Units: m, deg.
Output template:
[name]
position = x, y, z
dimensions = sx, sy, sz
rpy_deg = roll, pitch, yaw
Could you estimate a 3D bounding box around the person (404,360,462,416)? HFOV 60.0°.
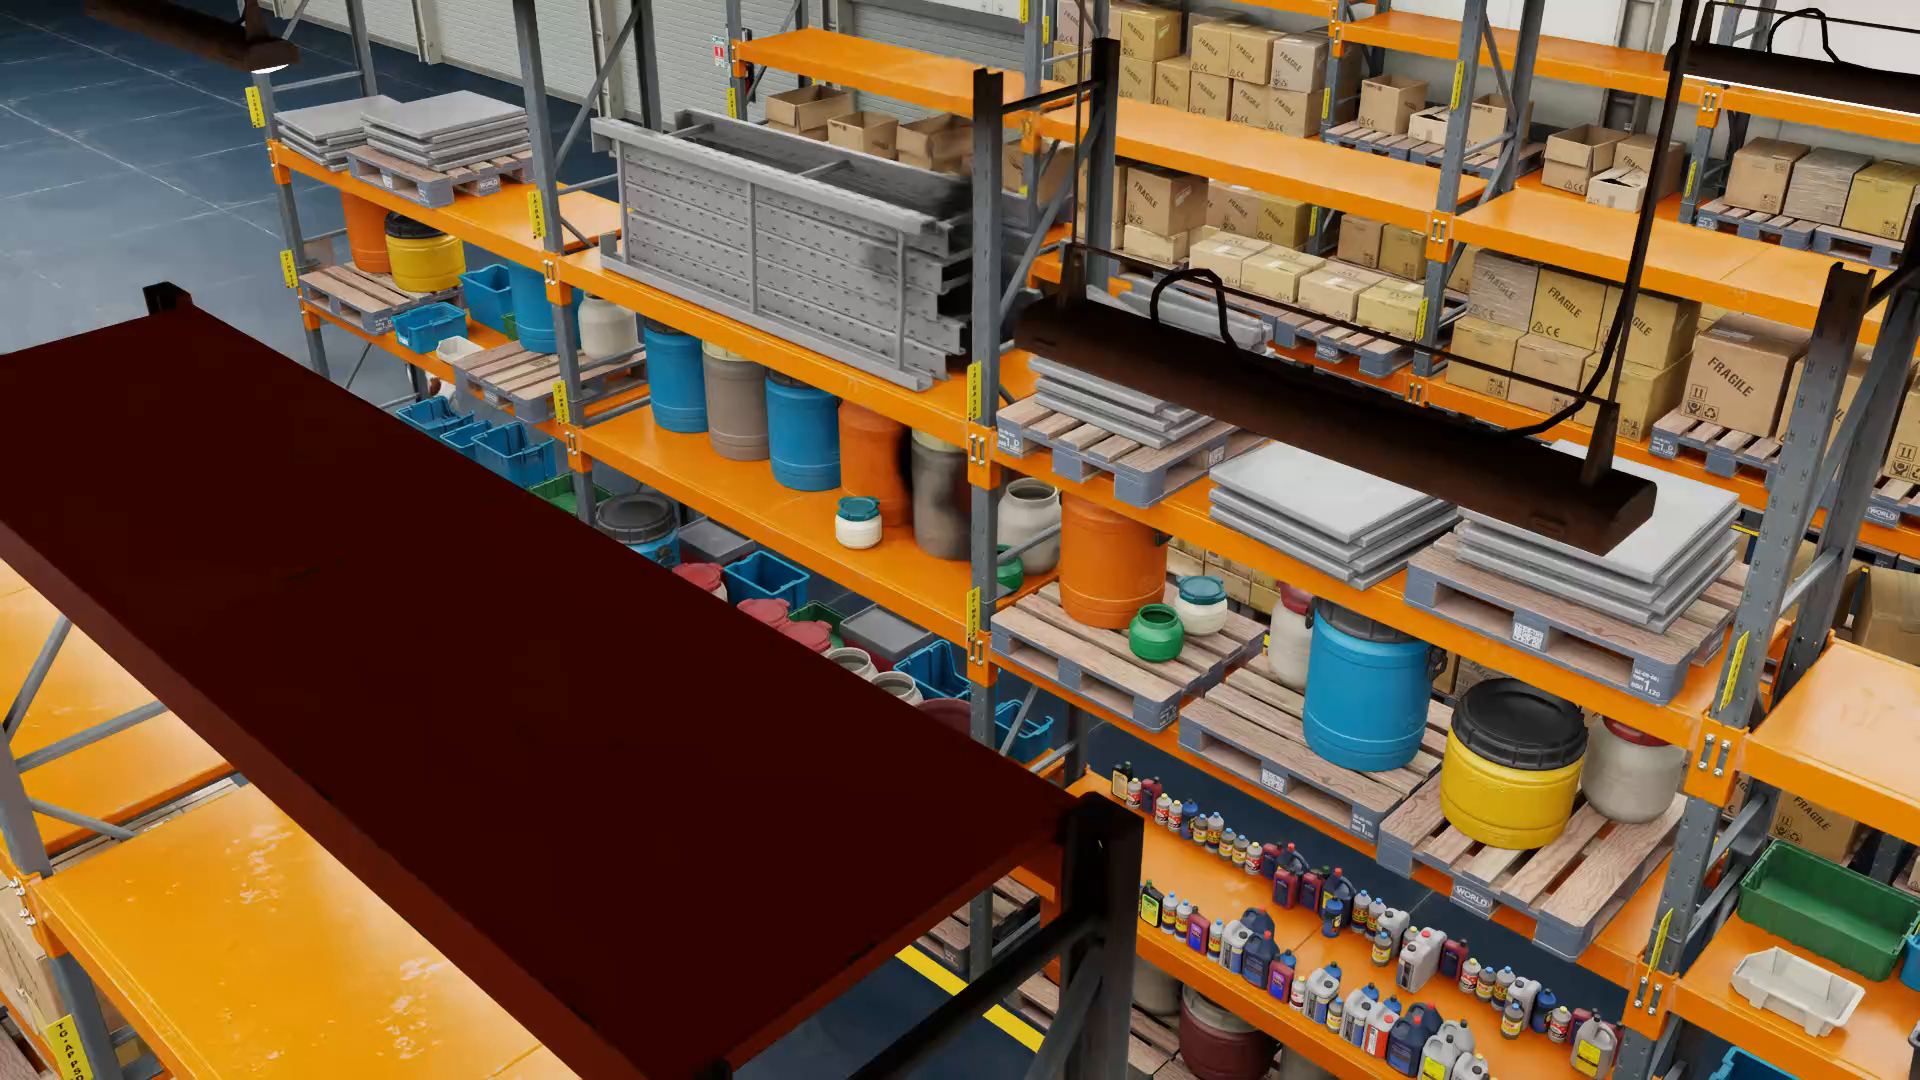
[person]
position = -5.362, -1.436, 17.015
dimensions = 0.825, 1.774, 0.703
rpy_deg = 7, 30, 12
